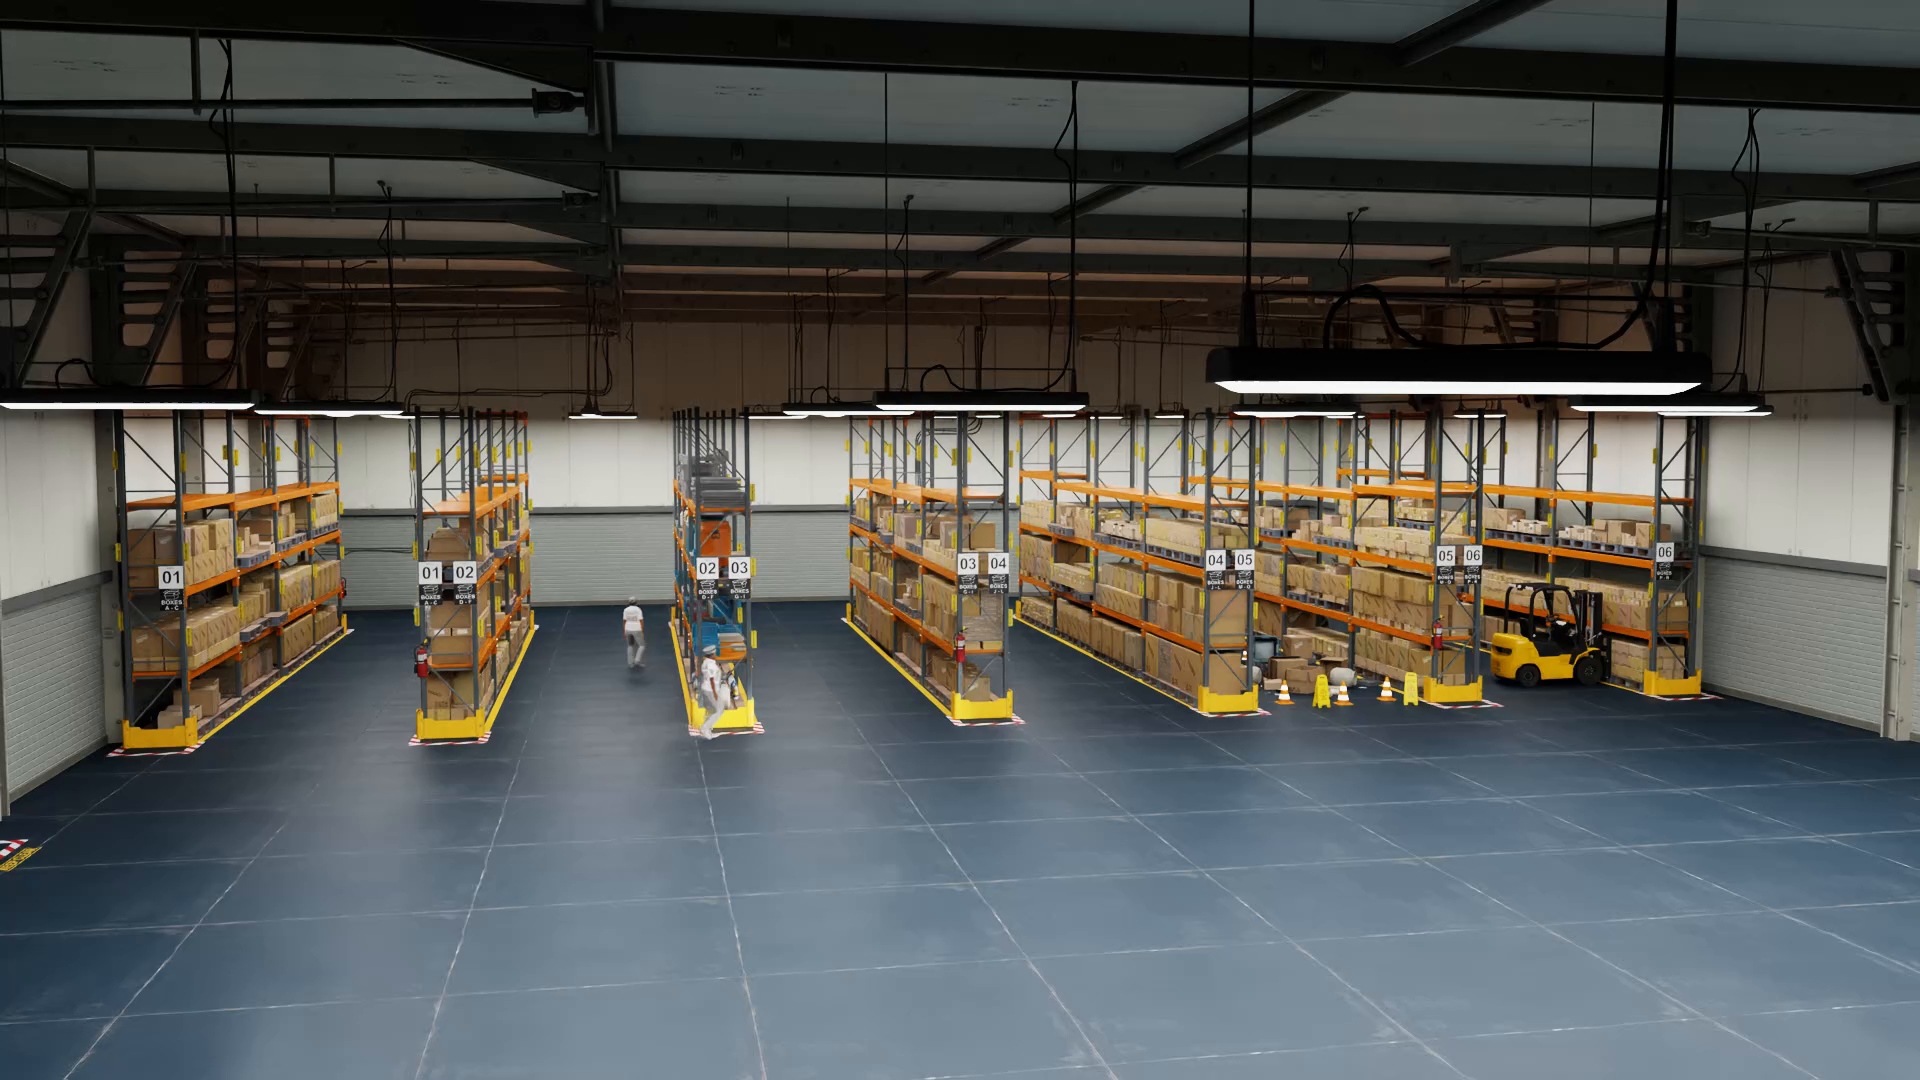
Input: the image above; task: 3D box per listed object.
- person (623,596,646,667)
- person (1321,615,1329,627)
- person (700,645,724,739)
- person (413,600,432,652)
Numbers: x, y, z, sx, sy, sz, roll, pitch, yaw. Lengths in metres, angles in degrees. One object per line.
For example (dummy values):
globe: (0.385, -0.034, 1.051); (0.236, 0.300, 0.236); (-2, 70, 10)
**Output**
person: (-7.591, 2.147, 38.716); (0.543, 1.660, 0.506); (1, 4, 13)
person: (10.144, 1.536, 46.351); (0.638, 1.779, 0.532); (-4, 6, -45)
person: (-4.504, 2.732, 29.992); (0.431, 1.685, 0.475); (-1, 4, -19)
person: (-13.195, 2.004, 41.169); (0.567, 1.596, 0.701); (0, 4, 1)
